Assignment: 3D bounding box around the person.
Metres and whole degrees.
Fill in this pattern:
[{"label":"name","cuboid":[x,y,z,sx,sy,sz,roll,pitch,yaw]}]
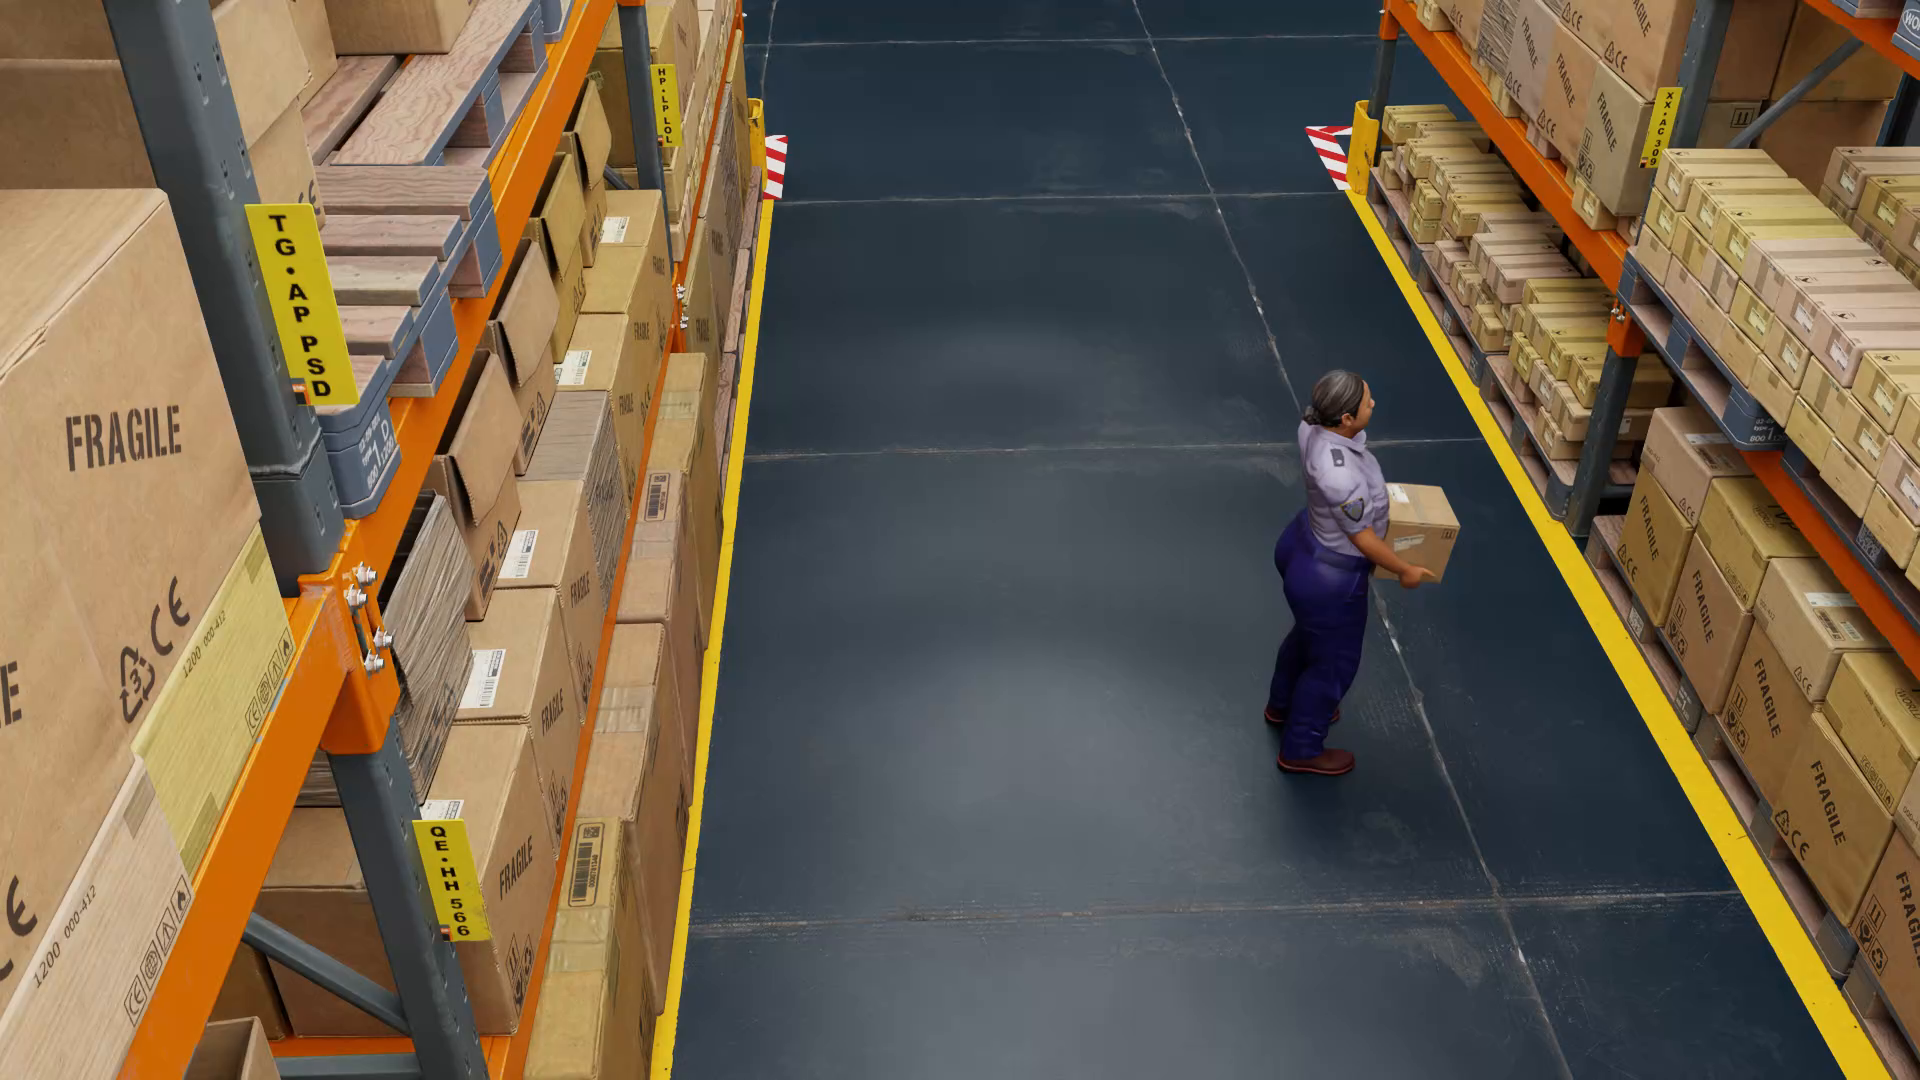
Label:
[{"label":"person","cuboid":[1.411,0.112,6.011,0.521,1.641,0.451,-1,35,-1]}]
